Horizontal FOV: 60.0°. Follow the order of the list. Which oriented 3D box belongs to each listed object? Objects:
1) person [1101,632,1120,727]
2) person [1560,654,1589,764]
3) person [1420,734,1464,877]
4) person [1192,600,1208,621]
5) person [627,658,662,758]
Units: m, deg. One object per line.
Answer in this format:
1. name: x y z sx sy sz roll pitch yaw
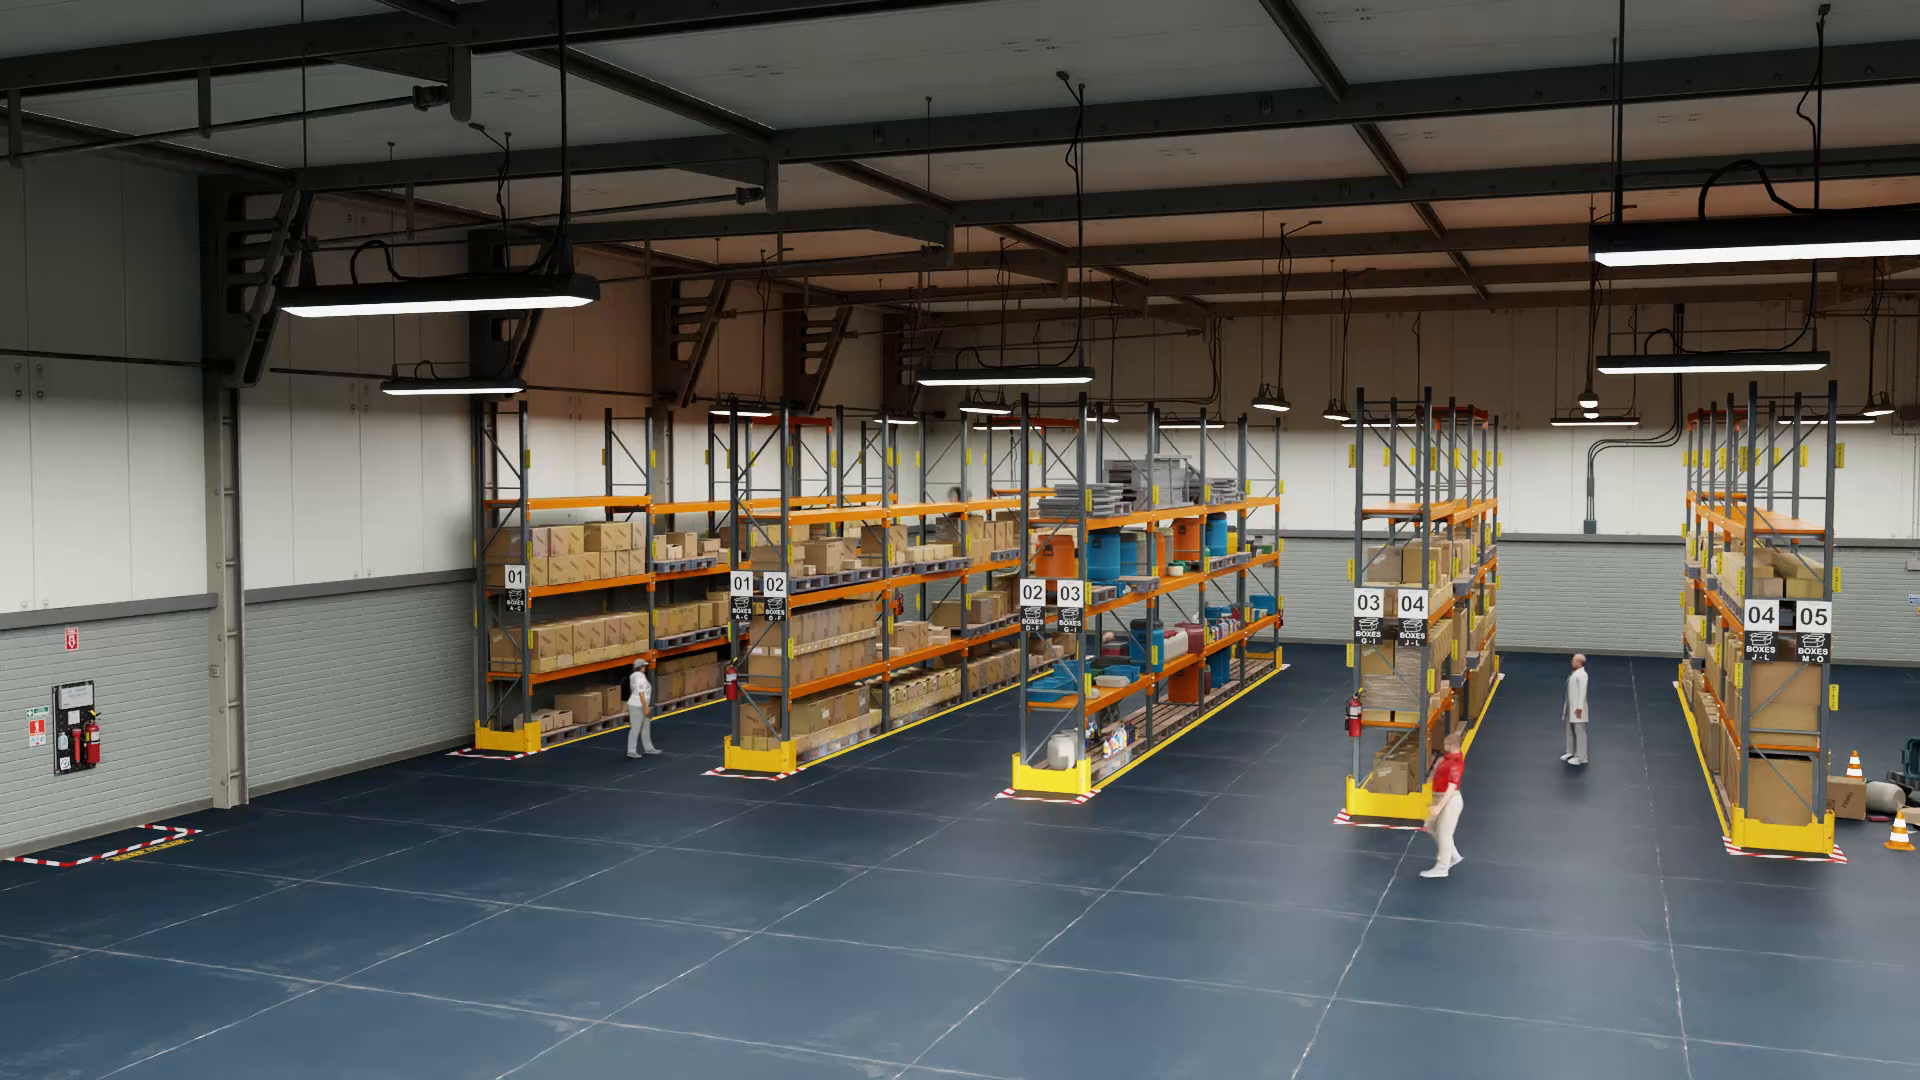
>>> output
1. person: 2.745 2.597 31.005 0.600 1.784 0.530 -1 3 -27
2. person: 10.141 2.769 27.410 0.422 1.787 0.608 0 3 -7
3. person: 5.774 3.177 19.961 0.517 1.738 0.613 0 3 1
4. person: 5.656 2.291 39.663 0.567 1.758 0.527 0 3 -3
5. person: -5.326 2.819 28.013 0.549 1.659 0.542 0 3 -5
